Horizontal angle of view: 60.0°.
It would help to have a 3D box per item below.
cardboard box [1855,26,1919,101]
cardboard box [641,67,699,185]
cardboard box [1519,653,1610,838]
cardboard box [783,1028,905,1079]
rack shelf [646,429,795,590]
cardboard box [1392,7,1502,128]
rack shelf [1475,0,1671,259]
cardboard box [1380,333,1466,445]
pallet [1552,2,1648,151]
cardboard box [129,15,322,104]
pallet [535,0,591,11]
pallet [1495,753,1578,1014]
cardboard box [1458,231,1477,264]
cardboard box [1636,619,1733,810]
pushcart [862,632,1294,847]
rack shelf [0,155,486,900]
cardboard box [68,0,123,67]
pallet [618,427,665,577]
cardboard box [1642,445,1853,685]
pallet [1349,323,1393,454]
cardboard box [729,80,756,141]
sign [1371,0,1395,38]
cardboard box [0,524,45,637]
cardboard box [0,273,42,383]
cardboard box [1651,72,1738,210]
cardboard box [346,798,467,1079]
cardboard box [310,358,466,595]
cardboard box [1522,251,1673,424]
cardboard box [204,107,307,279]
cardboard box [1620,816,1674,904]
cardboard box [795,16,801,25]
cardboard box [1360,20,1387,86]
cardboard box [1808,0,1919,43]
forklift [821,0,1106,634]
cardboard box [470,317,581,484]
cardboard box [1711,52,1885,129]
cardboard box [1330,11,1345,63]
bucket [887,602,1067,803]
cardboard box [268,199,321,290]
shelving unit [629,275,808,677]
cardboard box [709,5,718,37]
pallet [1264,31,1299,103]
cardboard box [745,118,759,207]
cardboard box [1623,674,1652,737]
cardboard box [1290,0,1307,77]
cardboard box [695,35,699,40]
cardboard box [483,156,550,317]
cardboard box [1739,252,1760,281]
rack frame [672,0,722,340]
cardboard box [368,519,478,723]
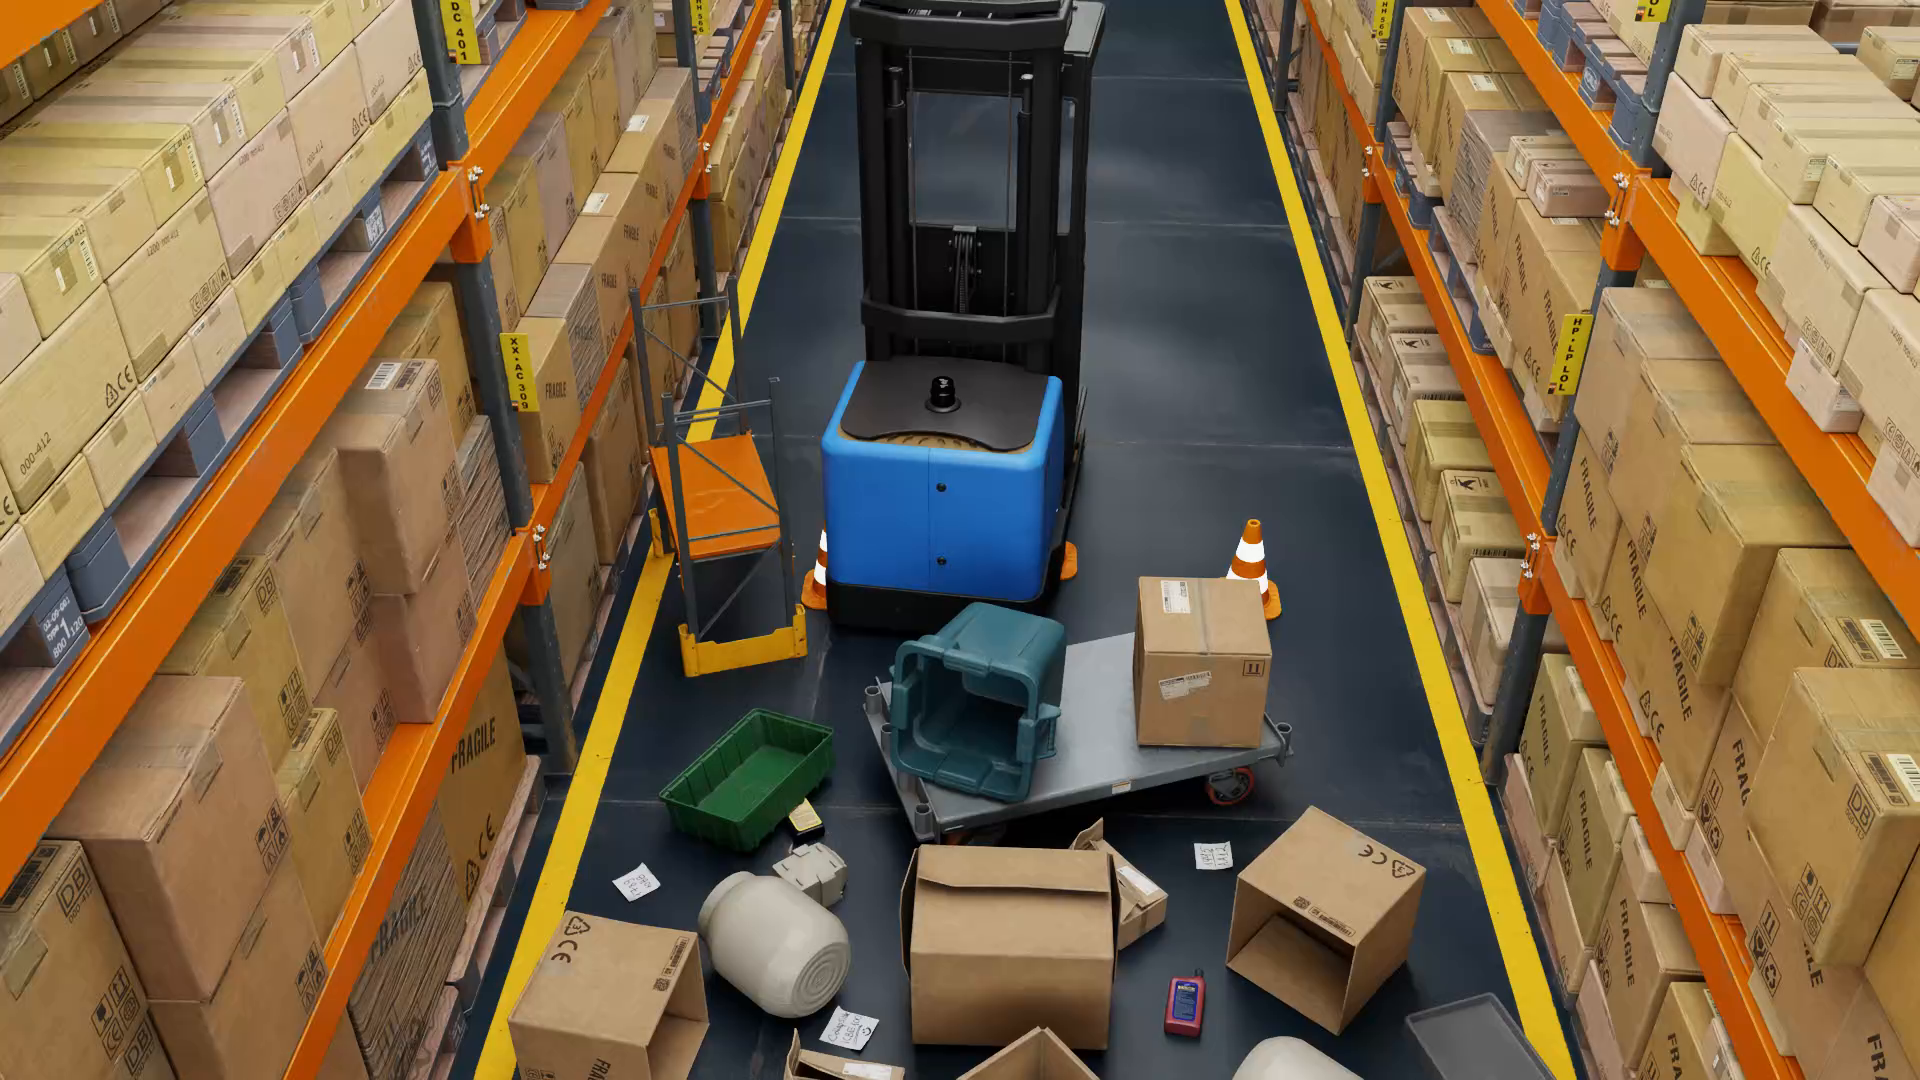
[{"bbox_3d":[2.974,-1.450,5.066,0.380,0.149,0.250,2,35,3],"label":"cardboard box"},{"bbox_3d":[-1.771,-2.317,9.296,0.500,0.500,0.500,1,35,2],"label":"cardboard box"},{"bbox_3d":[2.475,0.793,6.333,0.500,0.500,0.500,3,35,4],"label":"cardboard box"},{"bbox_3d":[-0.410,1.906,5.753,0.396,0.266,0.258,7,36,10],"label":"cardboard box"},{"bbox_3d":[-1.153,-0.162,7.935,0.538,0.185,1.000,-10,36,-13],"label":"rack shelf"},{"bbox_3d":[2.680,-2.566,9.027,0.500,0.500,0.500,0,35,1],"label":"cardboard box"},{"bbox_3d":[2.849,-2.268,7.331,1.077,0.370,4.000,1,35,2],"label":"rack shelf"},{"bbox_3d":[2.875,-0.833,9.192,0.950,0.372,0.625,1,35,1],"label":"cardboard box"},{"bbox_3d":[2.900,-1.689,6.045,1.213,0.211,1.003,1,35,2],"label":"pallet"},{"bbox_3d":[-1.909,-1.255,4.337,0.380,0.149,0.250,2,35,3],"label":"cardboard box"},{"bbox_3d":[-2.036,-2.677,7.452,1.003,0.211,1.213,3,35,4],"label":"pallet"},{"bbox_3d":[2.777,1.341,6.604,1.003,0.211,1.213,1,35,2],"label":"pallet"},{"bbox_3d":[2.617,-1.444,7.994,0.380,0.149,0.250,2,35,3],"label":"cardboard box"},{"bbox_3d":[2.442,0.475,5.066,0.500,0.500,0.500,1,35,1],"label":"cardboard box"},{"bbox_3d":[0.488,0.863,7.140,1.648,0.377,0.936,-10,36,-14],"label":"pushcart"},{"bbox_3d":[-2.262,-0.026,4.142,1.077,0.370,4.000,1,35,2],"label":"rack shelf"},{"bbox_3d":[-2.555,-1.413,4.561,0.380,0.149,0.250,1,35,1],"label":"cardboard box"},{"bbox_3d":[-2.180,-0.250,8.867,1.003,0.211,1.213,1,35,2],"label":"pallet"},{"bbox_3d":[2.445,0.071,4.771,0.700,0.500,0.500,1,35,1],"label":"cardboard box"},{"bbox_3d":[2.896,-0.895,9.785,1.003,0.211,1.213,1,35,2],"label":"pallet"},{"bbox_3d":[-1.698,-2.963,11.459,0.500,0.250,0.500,2,35,2],"label":"cardboard box"},{"bbox_3d":[2.374,-2.969,9.305,0.100,0.325,0.005,1,35,2],"label":"sign"},{"bbox_3d":[-1.978,0.093,3.113,0.380,0.149,0.250,2,35,2],"label":"cardboard box"},{"bbox_3d":[-1.969,-0.376,3.087,0.380,0.149,0.250,1,35,1],"label":"cardboard box"},{"bbox_3d":[2.477,-1.227,5.096,0.500,0.250,0.500,1,35,1],"label":"cardboard box"},{"bbox_3d":[-2.309,1.333,5.673,0.875,0.875,0.875,2,35,2],"label":"cardboard box"},{"bbox_3d":[-2.137,-0.216,5.325,0.875,0.550,0.550,1,35,2],"label":"cardboard box"},{"bbox_3d":[2.558,-0.791,6.502,0.500,0.500,0.500,1,35,1],"label":"cardboard box"},{"bbox_3d":[-1.988,-0.876,4.145,0.500,0.250,0.500,1,35,1],"label":"cardboard box"},{"bbox_3d":[2.383,1.048,5.406,0.380,0.149,0.250,3,35,5],"label":"cardboard box"},{"bbox_3d":[-1.596,-4.490,14.590,0.380,0.149,0.250,1,35,1],"label":"cardboard box"},{"bbox_3d":[2.695,-2.912,9.926,0.500,0.250,0.500,1,35,2],"label":"cardboard box"},{"bbox_3d":[3.192,-1.850,5.876,0.500,0.250,0.500,0,35,1],"label":"cardboard box"},{"bbox_3d":[0.101,-1.554,8.358,1.130,2.935,3.031,5,35,8],"label":"forklift"},{"bbox_3d":[-1.892,-0.579,6.824,0.500,0.500,0.500,2,35,2],"label":"cardboard box"},{"bbox_3d":[2.448,-1.314,4.872,0.380,0.149,0.250,2,35,3],"label":"cardboard box"},{"bbox_3d":[2.731,-3.302,10.916,0.500,0.250,0.500,1,35,1],"label":"cardboard box"},{"bbox_3d":[0.117,0.606,6.749,0.726,0.611,0.620,13,27,18],"label":"bucket"},{"bbox_3d":[-1.917,-0.780,4.354,0.380,0.149,0.250,2,35,3],"label":"cardboard box"},{"bbox_3d":[-1.156,-0.314,7.839,0.587,1.500,1.083,-10,36,-13],"label":"shelving unit"},{"bbox_3d":[-1.771,-3.326,10.673,0.380,0.149,0.250,3,35,4],"label":"cardboard box"},{"bbox_3d":[3.198,-4.077,14.313,1.003,0.211,1.213,1,35,2],"label":"pallet"},{"bbox_3d":[-1.705,-2.674,11.701,0.500,0.500,0.500,0,35,1],"label":"cardboard box"},{"bbox_3d":[2.452,0.531,5.550,0.380,0.149,0.250,2,35,3],"label":"cardboard box"},{"bbox_3d":[3.222,-4.264,14.018,0.875,0.438,0.875,1,35,1],"label":"cardboard box"},{"bbox_3d":[-1.792,-3.160,10.178,0.380,0.149,0.250,3,35,4],"label":"cardboard box"},{"bbox_3d":[-2.149,-1.274,6.943,0.700,0.500,0.500,1,35,1],"label":"cardboard box"},{"bbox_3d":[2.545,-0.843,4.897,0.380,0.149,0.250,1,35,2],"label":"cardboard box"},{"bbox_3d":[-2.021,-2.541,9.702,1.000,3.000,0.127,1,35,2],"label":"rack frame"},{"bbox_3d":[-2.184,0.225,5.637,0.875,0.550,0.550,1,35,2],"label":"cardboard box"}]
